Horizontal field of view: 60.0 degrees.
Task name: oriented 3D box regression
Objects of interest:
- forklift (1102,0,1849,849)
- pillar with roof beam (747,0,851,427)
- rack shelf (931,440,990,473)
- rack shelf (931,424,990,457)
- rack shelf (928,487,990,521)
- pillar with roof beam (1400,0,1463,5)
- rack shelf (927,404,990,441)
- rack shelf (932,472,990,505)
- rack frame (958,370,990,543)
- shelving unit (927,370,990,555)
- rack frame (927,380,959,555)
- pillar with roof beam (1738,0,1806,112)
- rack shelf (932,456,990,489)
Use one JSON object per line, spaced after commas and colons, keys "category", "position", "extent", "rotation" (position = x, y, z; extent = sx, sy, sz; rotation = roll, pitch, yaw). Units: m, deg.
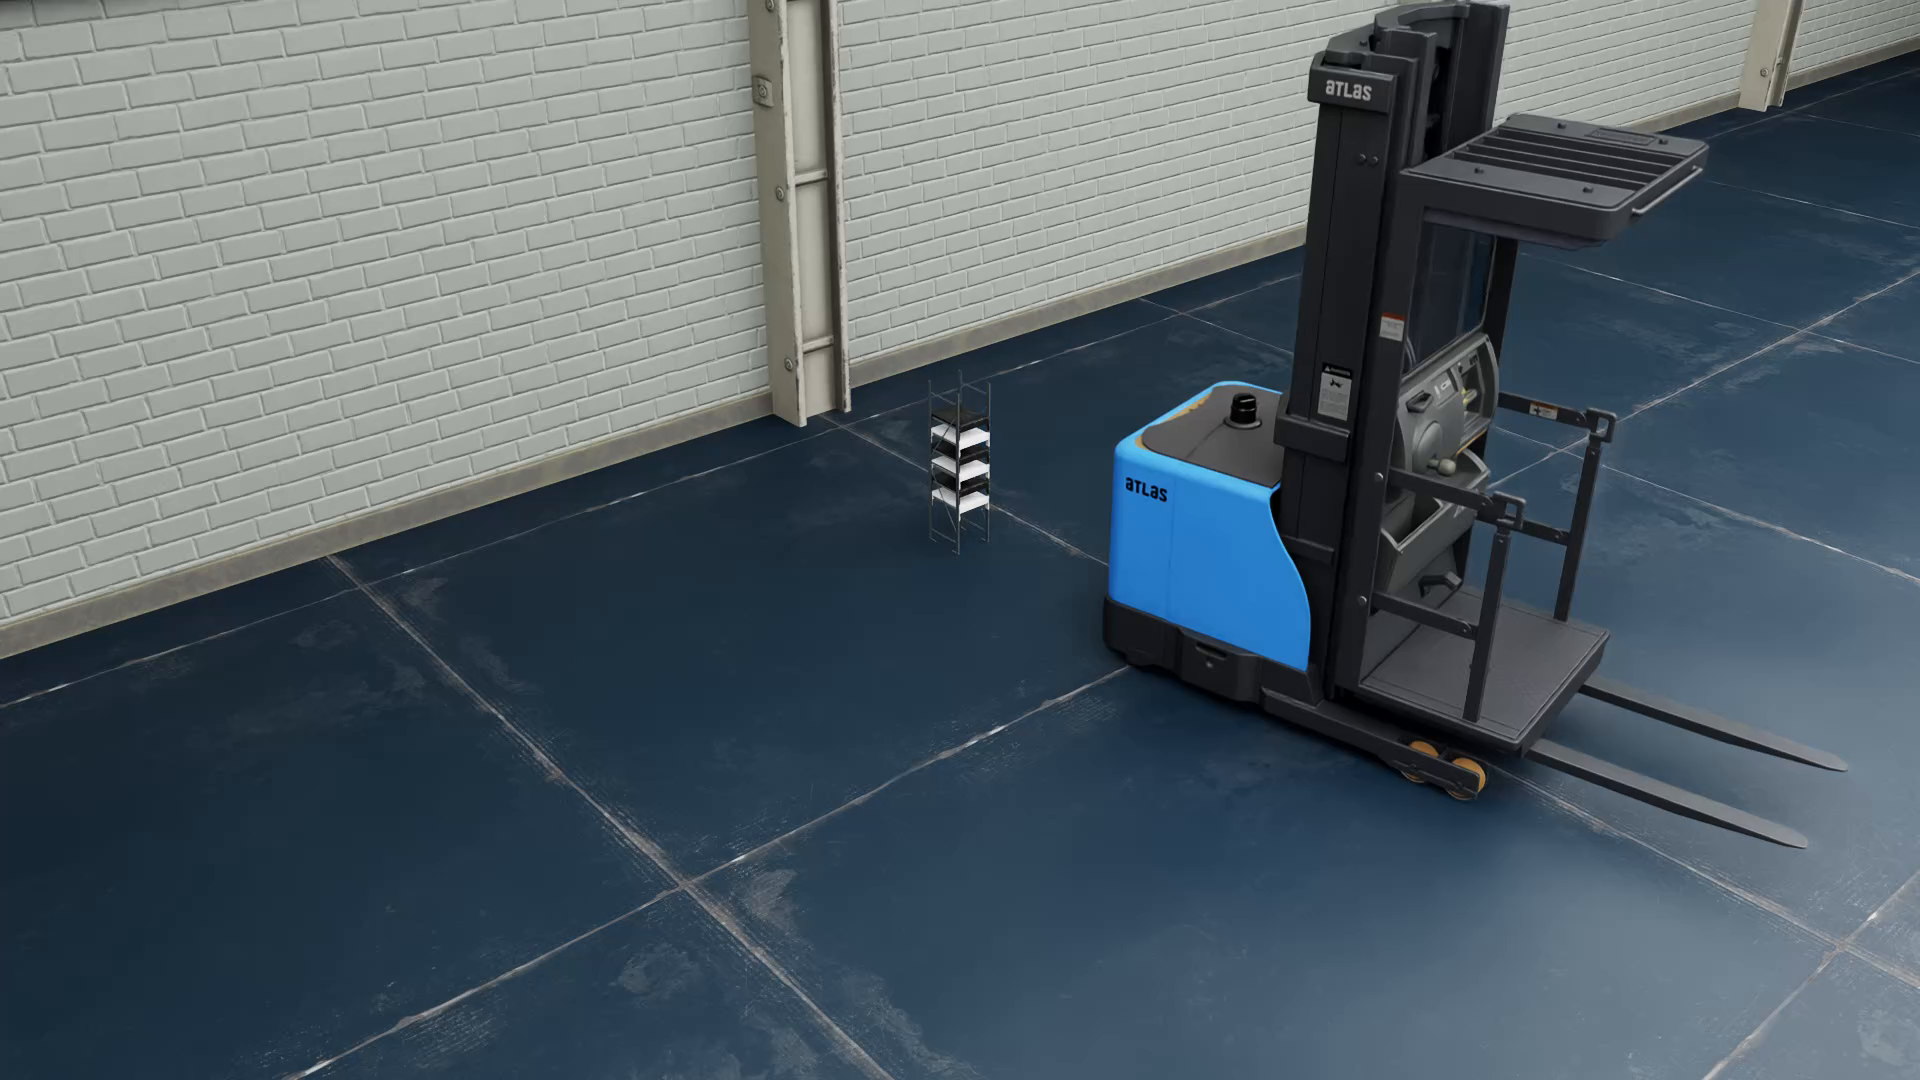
{"category": "forklift", "position": [2.136, -0.518, 6.610], "extent": [3.031, 2.935, 1.130], "rotation": [20, 34, 33]}
{"category": "pillar with roof beam", "position": [1.878, -3.220, 5.228], "extent": [0.400, 9.000, 9.100], "rotation": [-22, 35, -35]}
{"category": "rack shelf", "position": [-0.006, -0.444, 8.507], "extent": [0.200, 0.077, 0.258], "rotation": [-22, 35, -35]}
{"category": "rack shelf", "position": [-0.006, -0.524, 8.464], "extent": [0.200, 0.077, 0.258], "rotation": [-22, 35, -35]}
{"category": "rack shelf", "position": [-0.006, -0.206, 8.634], "extent": [0.200, 0.077, 0.258], "rotation": [-22, 35, -35]}
{"category": "pillar with roof beam", "position": [6.442, -5.056, 8.663], "extent": [0.400, 9.000, 9.100], "rotation": [-22, 35, -35]}
{"category": "rack shelf", "position": [-0.006, -0.603, 8.422], "extent": [0.200, 0.077, 0.258], "rotation": [-22, 35, -35]}
{"category": "rack shelf", "position": [-0.006, -0.286, 8.591], "extent": [0.200, 0.077, 0.258], "rotation": [-22, 35, -35]}
{"category": "rack frame", "position": [0.071, -0.425, 8.591], "extent": [0.006, 0.900, 0.240], "rotation": [-22, 35, -35]}
{"category": "shelving unit", "position": [-0.006, -0.394, 8.533], "extent": [0.210, 0.900, 0.258], "rotation": [-22, 35, -35]}
{"category": "rack frame", "position": [-0.084, -0.363, 8.475], "extent": [0.006, 0.900, 0.240], "rotation": [-22, 35, -35]}
{"category": "pillar with roof beam", "position": [11.007, -6.891, 12.098], "extent": [0.400, 9.000, 9.100], "rotation": [-22, 35, -35]}
{"category": "rack shelf", "position": [-0.006, -0.365, 8.549], "extent": [0.200, 0.077, 0.258], "rotation": [-22, 35, -35]}
